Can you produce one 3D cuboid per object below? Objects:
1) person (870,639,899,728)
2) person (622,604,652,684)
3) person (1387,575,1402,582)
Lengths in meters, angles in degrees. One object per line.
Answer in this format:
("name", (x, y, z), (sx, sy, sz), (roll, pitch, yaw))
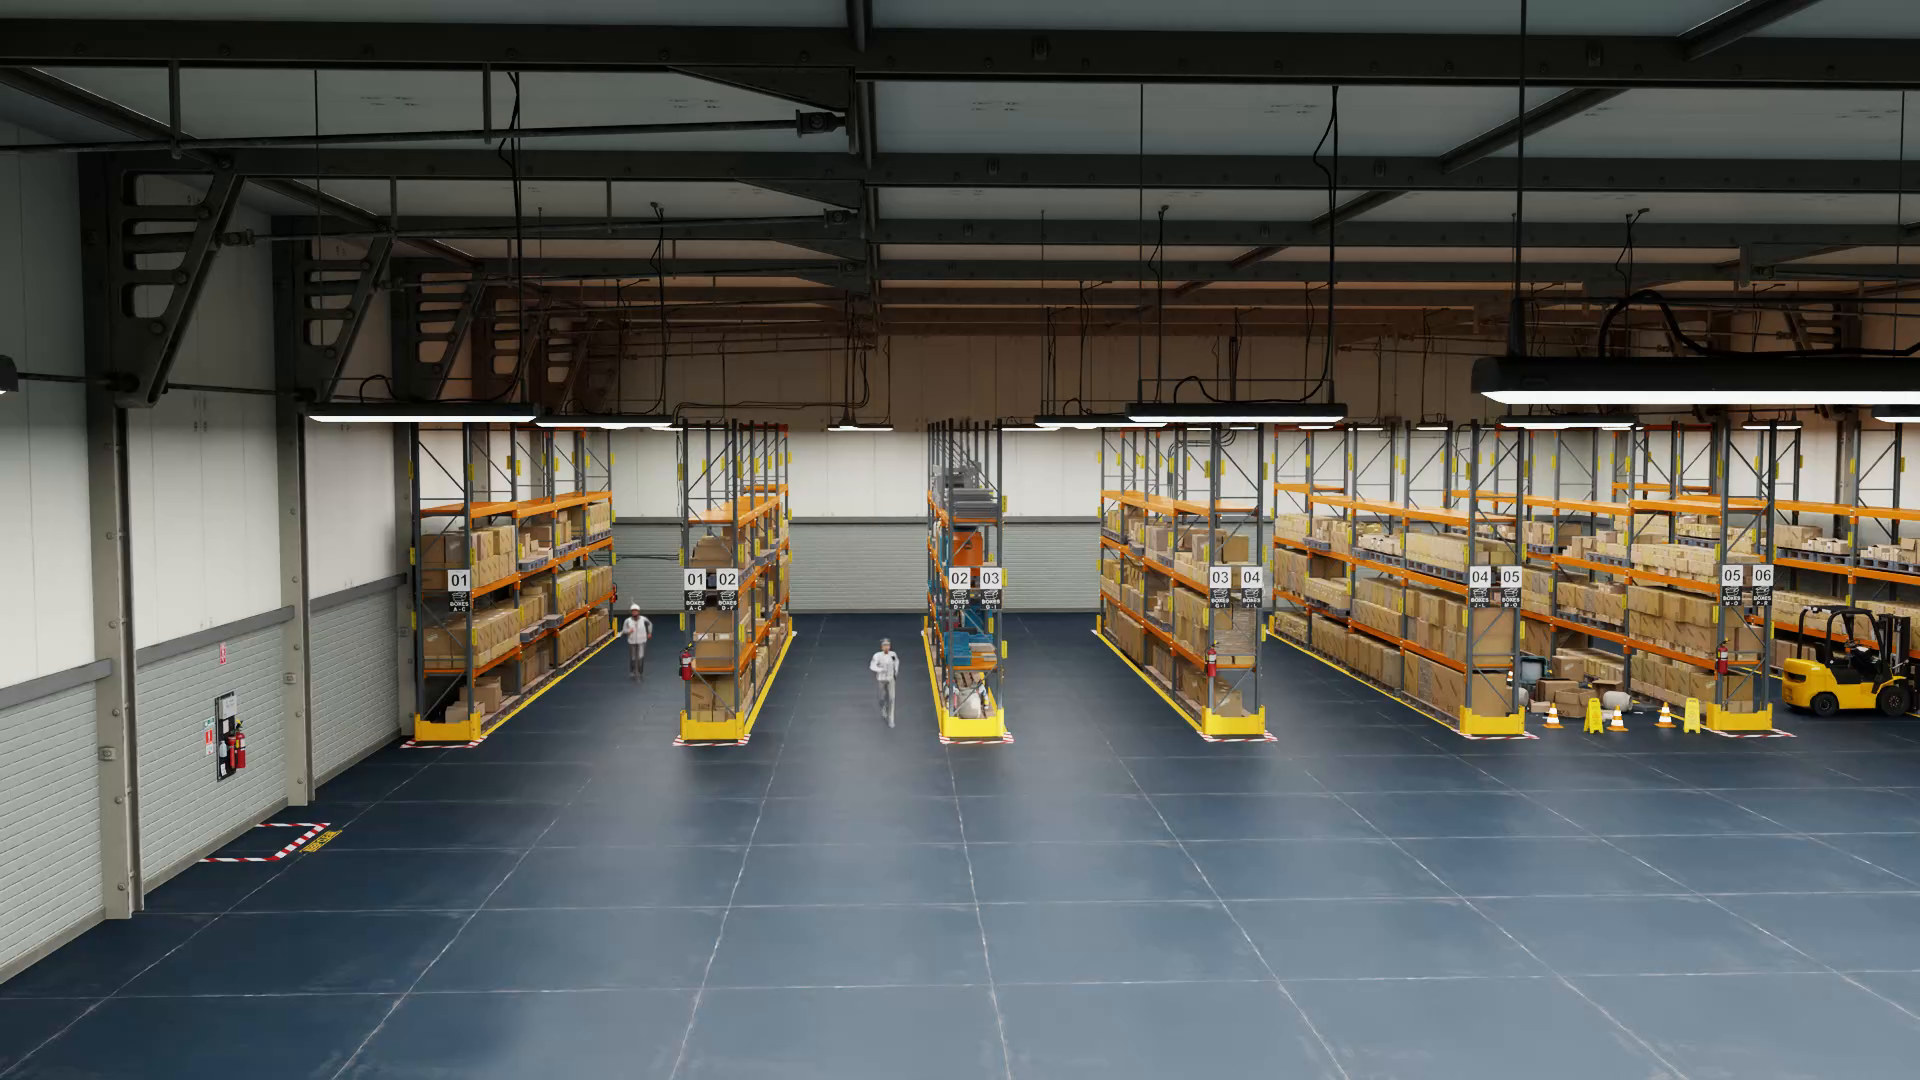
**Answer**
("person", (-1.488, 2.793, 32.787), (0.576, 1.732, 0.996), (0, 4, -6))
("person", (-7.448, 2.387, 38.347), (0.662, 1.828, 0.903), (-1, 4, -8))
("person", (12.736, 1.680, 49.207), (0.698, 1.824, 0.632), (-1, 4, -9))
